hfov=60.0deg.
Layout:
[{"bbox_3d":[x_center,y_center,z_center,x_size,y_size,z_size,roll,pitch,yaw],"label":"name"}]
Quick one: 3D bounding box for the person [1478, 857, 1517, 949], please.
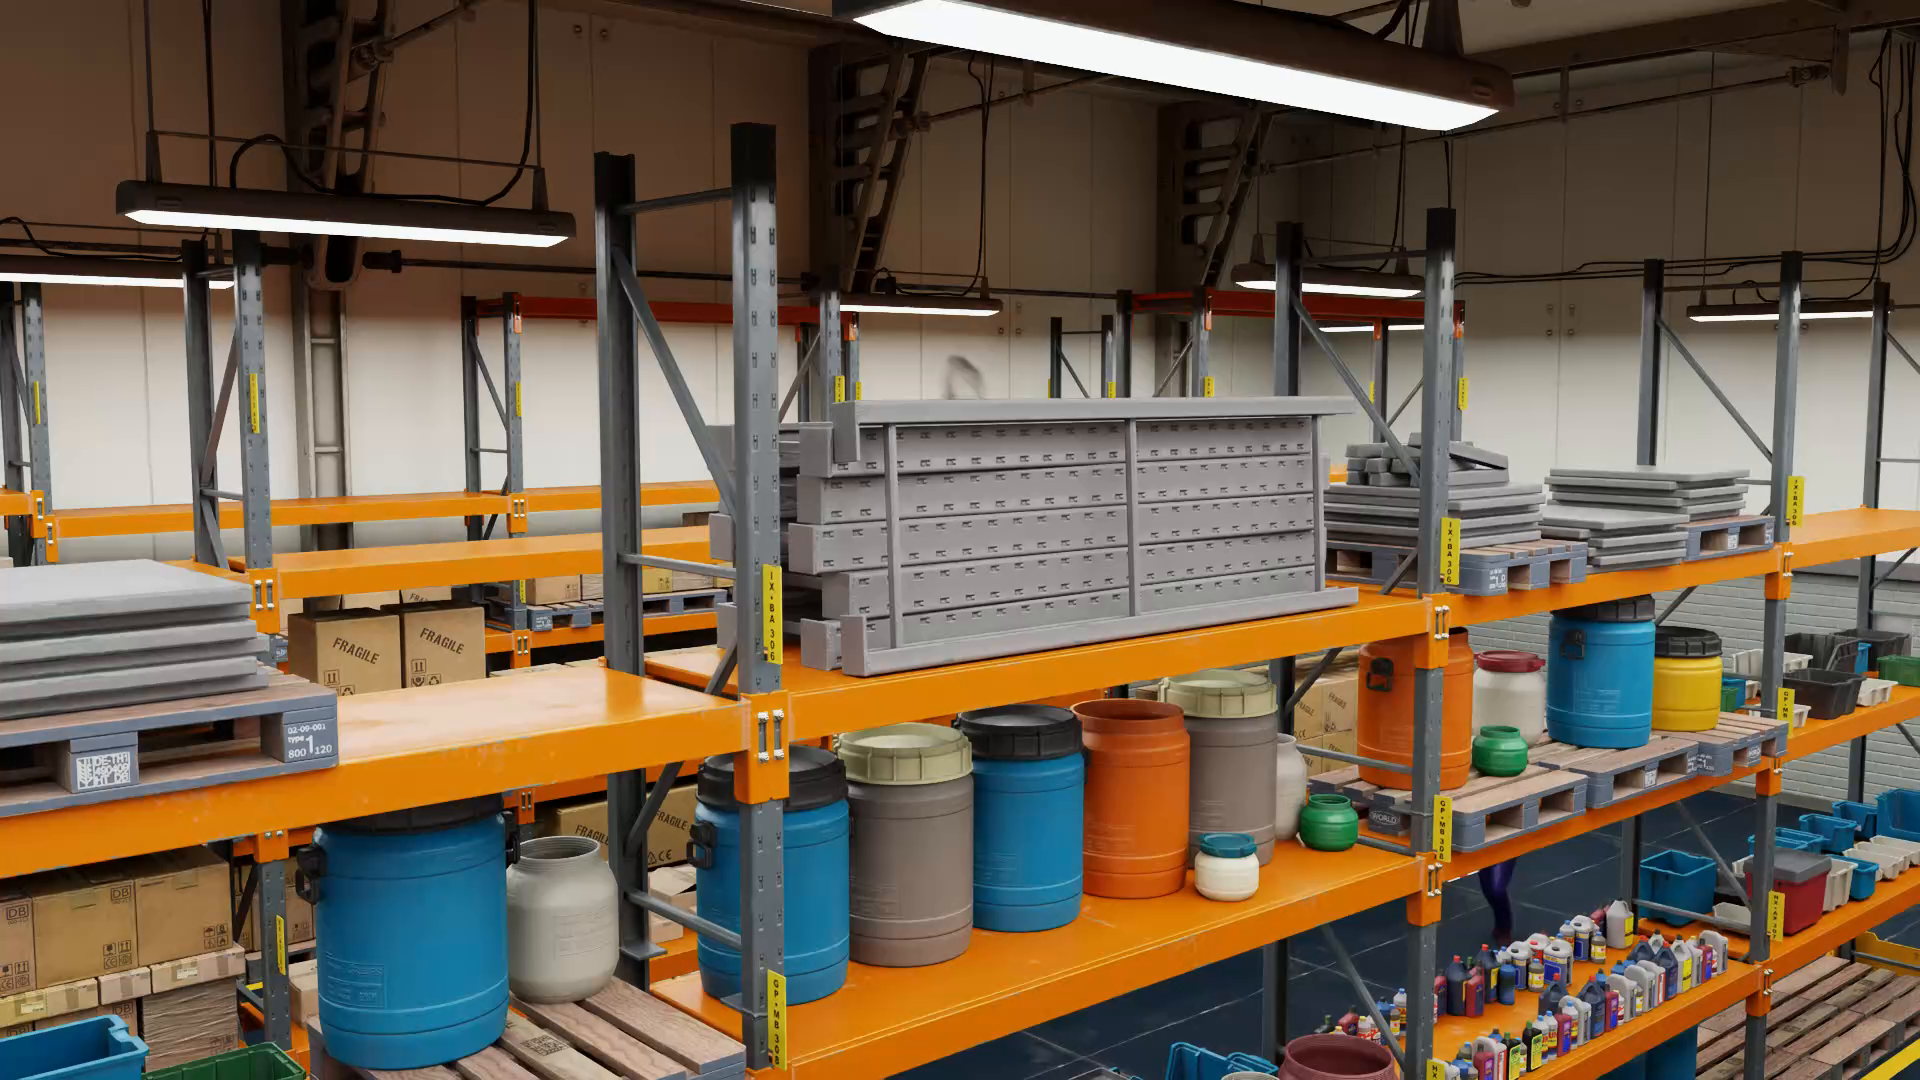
[{"bbox_3d":[4.926,2.915,15.394,0.633,1.689,0.626,4,7,38],"label":"person"}]
